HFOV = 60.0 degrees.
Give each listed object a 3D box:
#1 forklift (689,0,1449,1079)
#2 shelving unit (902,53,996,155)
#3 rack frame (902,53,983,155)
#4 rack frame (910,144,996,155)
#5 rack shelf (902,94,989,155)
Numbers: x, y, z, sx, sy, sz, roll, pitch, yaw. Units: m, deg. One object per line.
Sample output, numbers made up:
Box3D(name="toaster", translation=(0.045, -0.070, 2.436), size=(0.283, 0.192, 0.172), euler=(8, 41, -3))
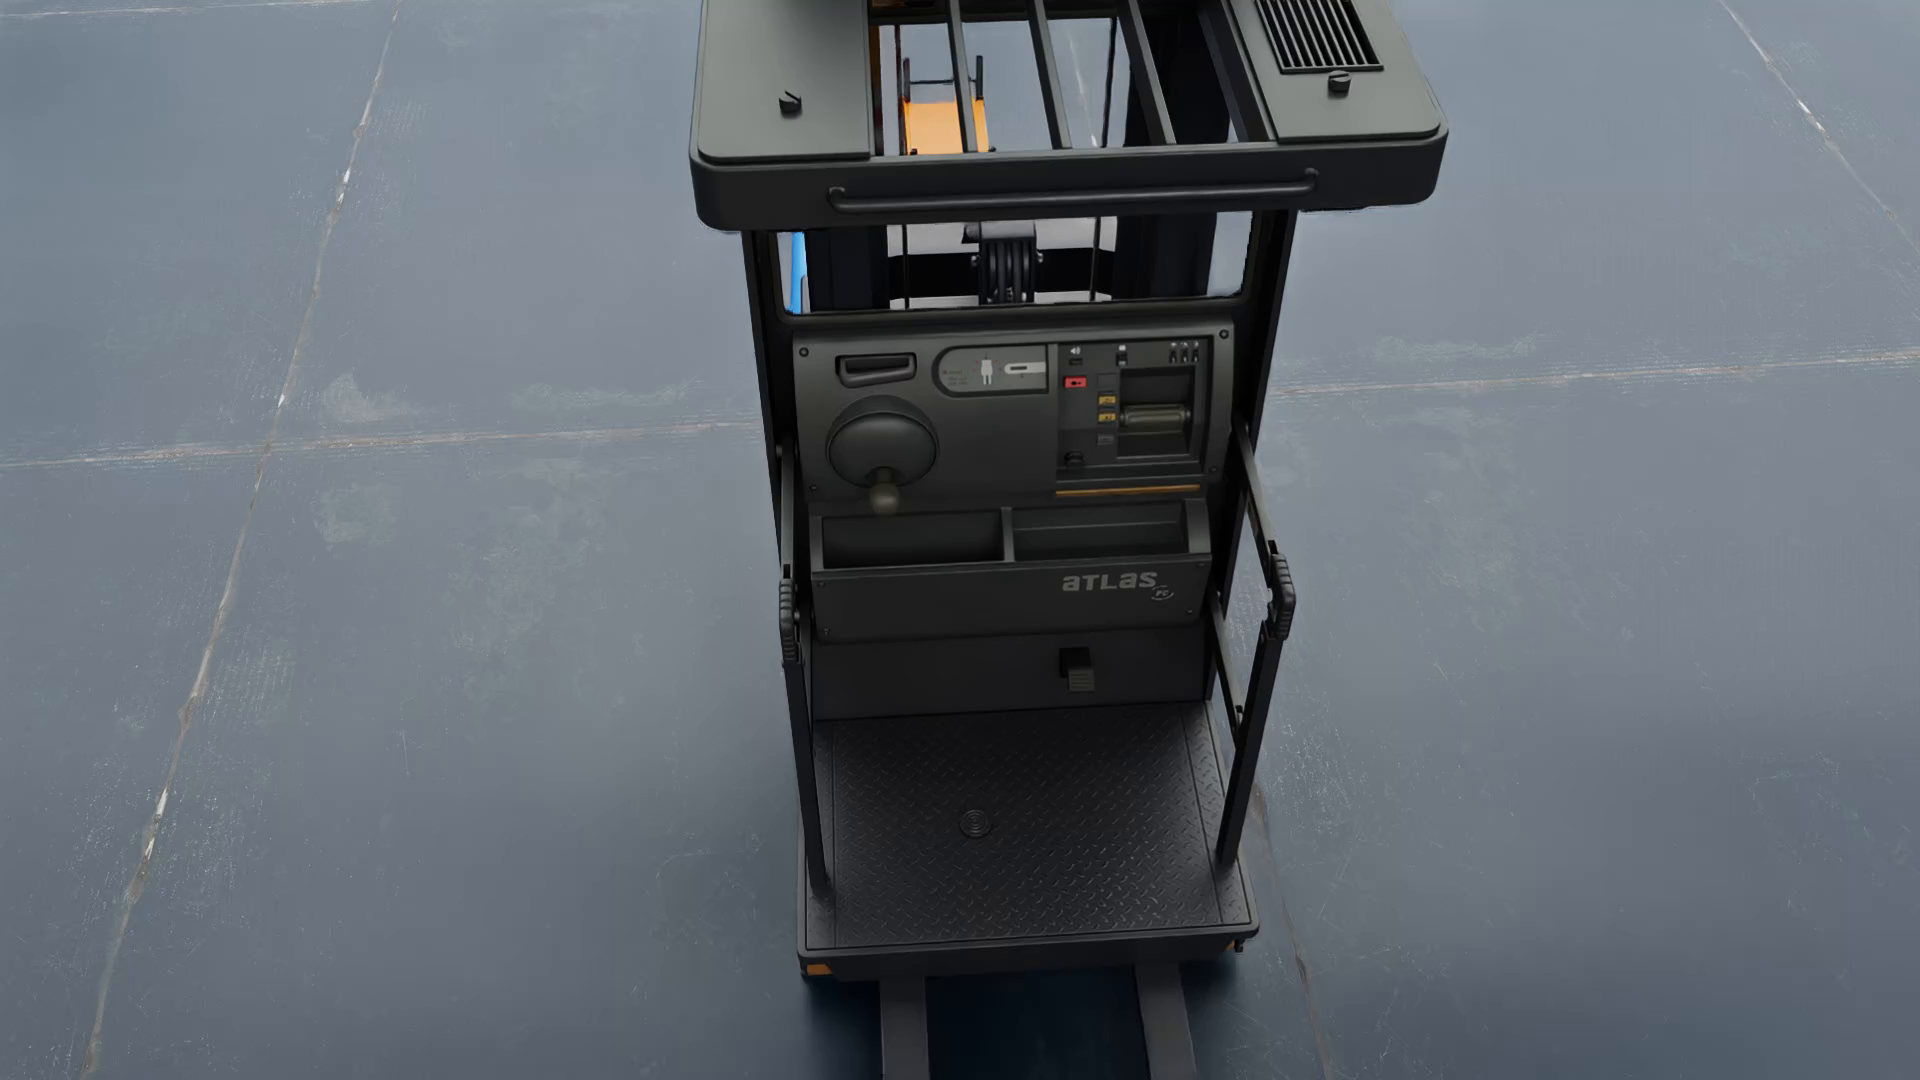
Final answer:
Box3D(name="forklift", translation=(0.133, -0.168, 3.390), size=(1.130, 2.935, 3.031), euler=(-3, 47, -3))
Box3D(name="shelving unit", translation=(-0.036, -0.860, 5.238), size=(0.258, 1.200, 0.503), euler=(-3, 47, -3))
Box3D(name="rack frame", translation=(-0.053, -1.036, 5.405), size=(0.240, 1.200, 0.015), euler=(-3, 47, -3))
Box3D(name="rack frame", translation=(-0.020, -0.683, 5.070), size=(0.240, 1.200, 0.015), euler=(-3, 47, -3))
Box3D(name="rack shelf", translation=(-0.036, -1.130, 4.952), size=(0.258, 0.148, 0.480), euler=(-3, 47, -3))
